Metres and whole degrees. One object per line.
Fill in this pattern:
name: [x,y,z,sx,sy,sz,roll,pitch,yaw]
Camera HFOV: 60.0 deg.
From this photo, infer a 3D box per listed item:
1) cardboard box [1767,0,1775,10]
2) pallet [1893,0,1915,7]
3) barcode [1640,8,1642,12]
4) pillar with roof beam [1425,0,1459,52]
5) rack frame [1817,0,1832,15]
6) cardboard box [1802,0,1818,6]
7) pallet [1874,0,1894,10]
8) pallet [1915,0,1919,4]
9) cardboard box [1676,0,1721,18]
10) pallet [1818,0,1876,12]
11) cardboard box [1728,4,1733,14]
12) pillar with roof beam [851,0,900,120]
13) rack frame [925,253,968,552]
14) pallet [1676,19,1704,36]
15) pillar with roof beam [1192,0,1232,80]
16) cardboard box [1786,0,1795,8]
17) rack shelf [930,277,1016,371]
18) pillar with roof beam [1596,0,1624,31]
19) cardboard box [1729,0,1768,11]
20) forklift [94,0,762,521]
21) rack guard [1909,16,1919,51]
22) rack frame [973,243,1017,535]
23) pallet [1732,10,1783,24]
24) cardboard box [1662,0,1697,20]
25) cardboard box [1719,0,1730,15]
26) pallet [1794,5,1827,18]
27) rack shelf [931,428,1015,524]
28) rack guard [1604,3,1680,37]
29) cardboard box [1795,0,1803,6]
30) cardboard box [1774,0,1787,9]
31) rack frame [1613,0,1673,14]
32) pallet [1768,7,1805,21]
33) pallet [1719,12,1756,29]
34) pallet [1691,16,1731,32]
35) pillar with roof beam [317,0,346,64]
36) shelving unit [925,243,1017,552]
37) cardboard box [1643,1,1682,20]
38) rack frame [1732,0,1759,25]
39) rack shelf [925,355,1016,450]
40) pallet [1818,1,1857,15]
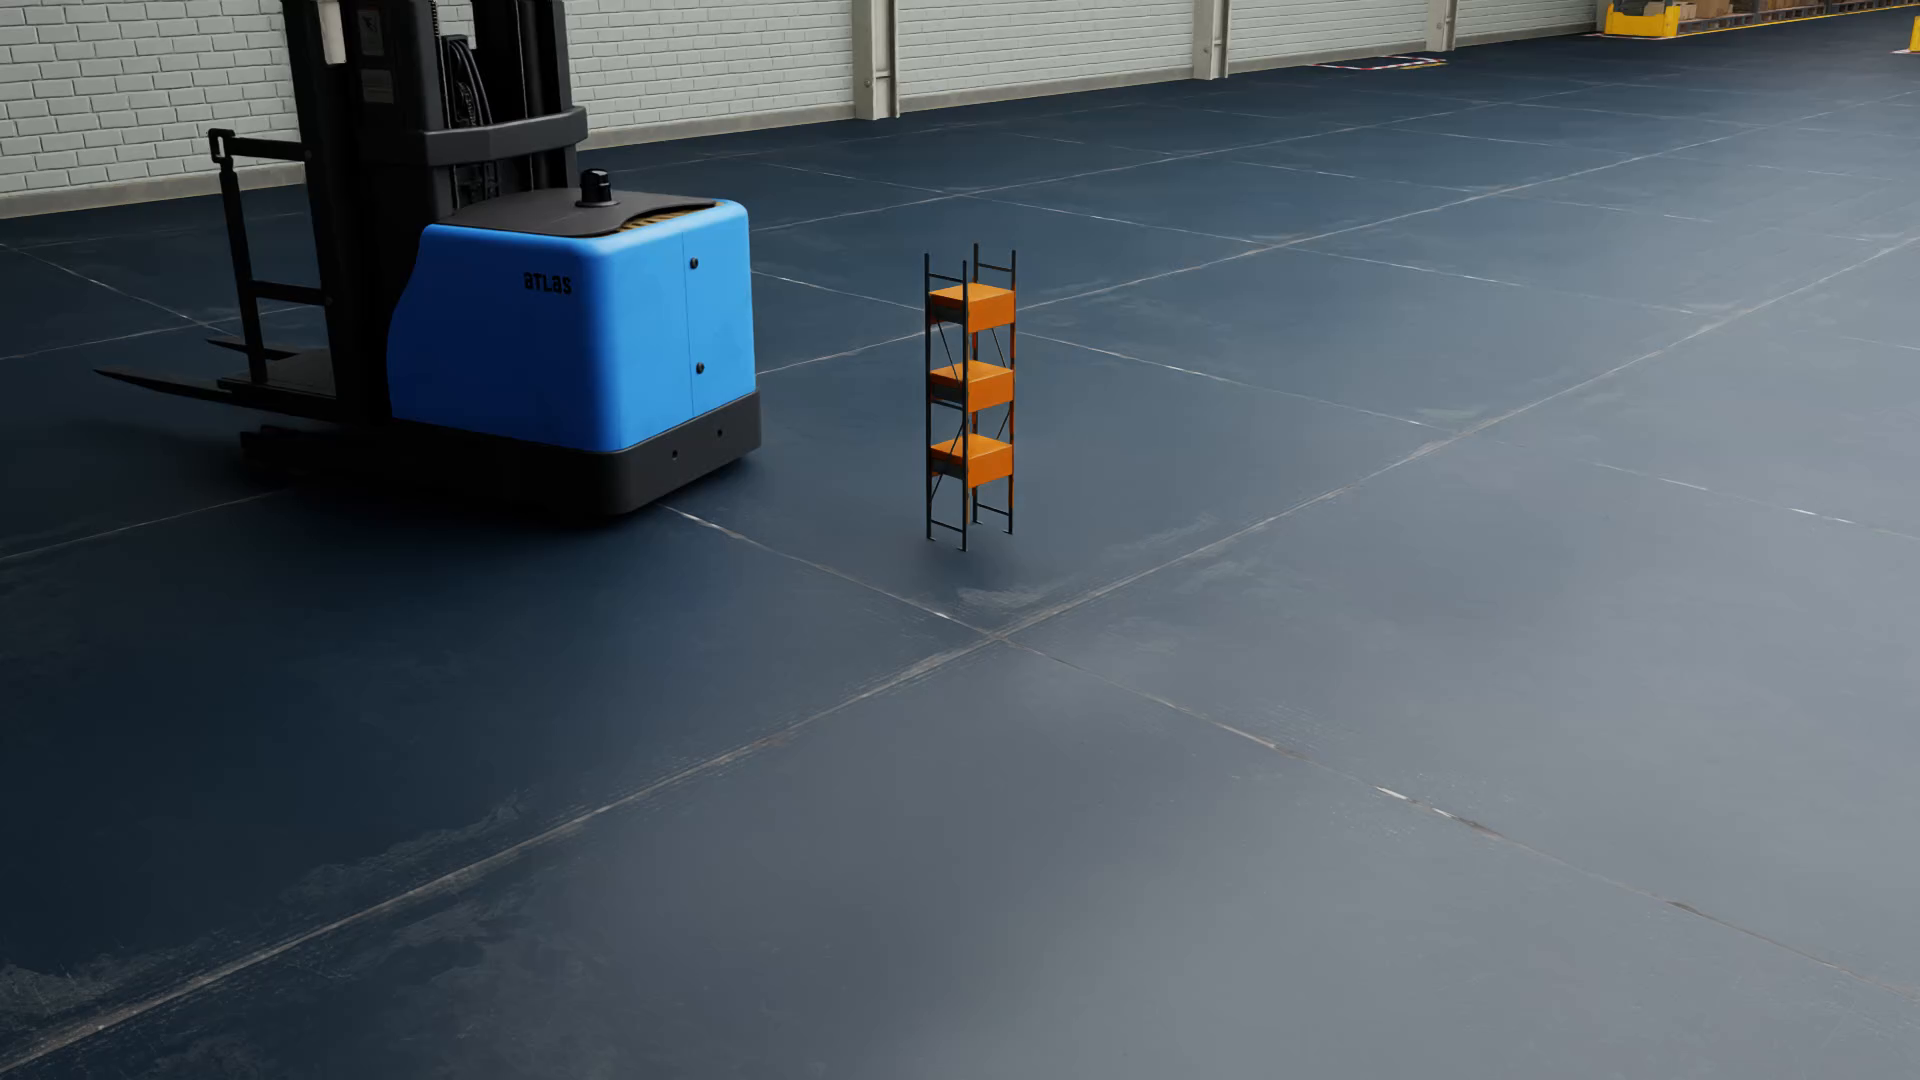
cardboard box: [15.409,-10.590,32.316,0.700,0.500,0.500,19,28,40]
pallet: [20.750,-12.143,37.373,1.003,0.211,1.213,19,28,41]
barcode: [12.066,-9.399,29.468,0.001,0.075,0.075,19,28,41]
pillar with roof beam: [10.560,-10.761,21.529,9.100,9.000,0.400,19,28,41]
rack frame: [17.373,-12.240,33.740,1.000,3.000,0.127,19,28,41]
cardboard box: [16.908,-11.081,33.594,0.500,0.500,0.700,-20,29,-41]
pallet: [19.679,-11.750,36.350,1.003,0.211,1.213,19,28,41]
pallet: [21.601,-12.458,38.193,1.003,0.211,1.213,19,28,41]
cardboard box: [13.285,-9.701,30.003,0.700,0.500,0.500,17,27,37]
pallet: [18.828,-11.435,35.530,1.003,0.211,1.213,19,28,41]
cardboard box: [14.231,-9.950,31.117,0.380,0.166,0.250,15,26,34]
pillar with roof beam: [2.189,-7.676,13.504,9.100,9.000,0.400,19,28,41]
rack frame: [-0.048,-0.472,5.840,0.200,1.050,0.008,19,28,41]
pallet: [12.437,-9.102,29.461,1.003,0.211,1.213,19,28,41]
pillar with roof beam: [6.374,-9.219,17.516,9.100,9.000,0.400,19,28,41]
cardboard box: [16.139,-10.843,32.975,0.700,0.500,0.500,19,28,40]
rack shelf: [0.037,-0.759,5.824,0.215,0.259,0.240,19,28,41]
pillar with roof beam: [14.745,-12.303,25.542,9.100,9.000,0.400,19,28,41]
cardboard box: [15.084,-10.444,31.937,0.500,0.500,0.700,-19,28,-40]
forklift: [-2.375,-1.787,6.640,3.031,2.935,1.130,10,23,25]
rack guard: [15.327,-7.772,25.599,1.175,0.500,0.348,19,28,41]
rack frame: [0.122,-0.535,6.004,0.200,1.050,0.008,19,28,41]
pallet: [15.125,-10.111,32.087,1.003,0.211,1.213,19,28,41]
cardboard box: [12.737,-9.436,29.579,0.500,0.311,0.500,-17,27,-38]
cardboard box: [13.887,-9.974,30.714,0.500,0.500,0.500,17,27,37]
pallet: [16.827,-10.738,33.719,1.003,0.211,1.213,19,28,41]
rack shelf: [0.037,-0.234,6.026,0.215,0.259,0.240,19,28,41]
rack guard: [11.845,-9.037,28.889,1.175,0.500,0.348,19,28,41]
cardboard box: [16.466,-10.978,33.325,0.700,0.500,0.500,19,28,41]
cardboard box: [15.794,-10.711,32.631,0.700,0.500,0.500,20,28,41]
rack frame: [11.792,-10.184,28.390,1.000,3.000,0.127,19,28,41]
pallet: [15.976,-10.426,32.907,1.003,0.211,1.213,19,28,41]
pallet: [14.140,-9.729,31.093,1.003,0.211,1.213,19,28,41]
pallet: [13.288,-9.414,30.273,1.003,0.211,1.213,19,28,41]
pillar with roof beam: [-1.997,-6.134,9.491,9.100,9.000,0.400,19,28,41]
shelving unit: [0.037,-0.504,5.922,0.215,1.050,0.252,19,28,41]
cardboard box: [12.340,-9.290,29.197,0.500,0.311,0.500,15,26,35]
rack frame: [14.583,-11.212,31.065,1.000,3.000,0.127,19,28,41]
rack shelf: [0.037,-0.494,5.926,0.215,0.259,0.240,19,28,41]
pallet: [17.977,-11.123,34.718,1.003,0.211,1.213,19,28,41]
